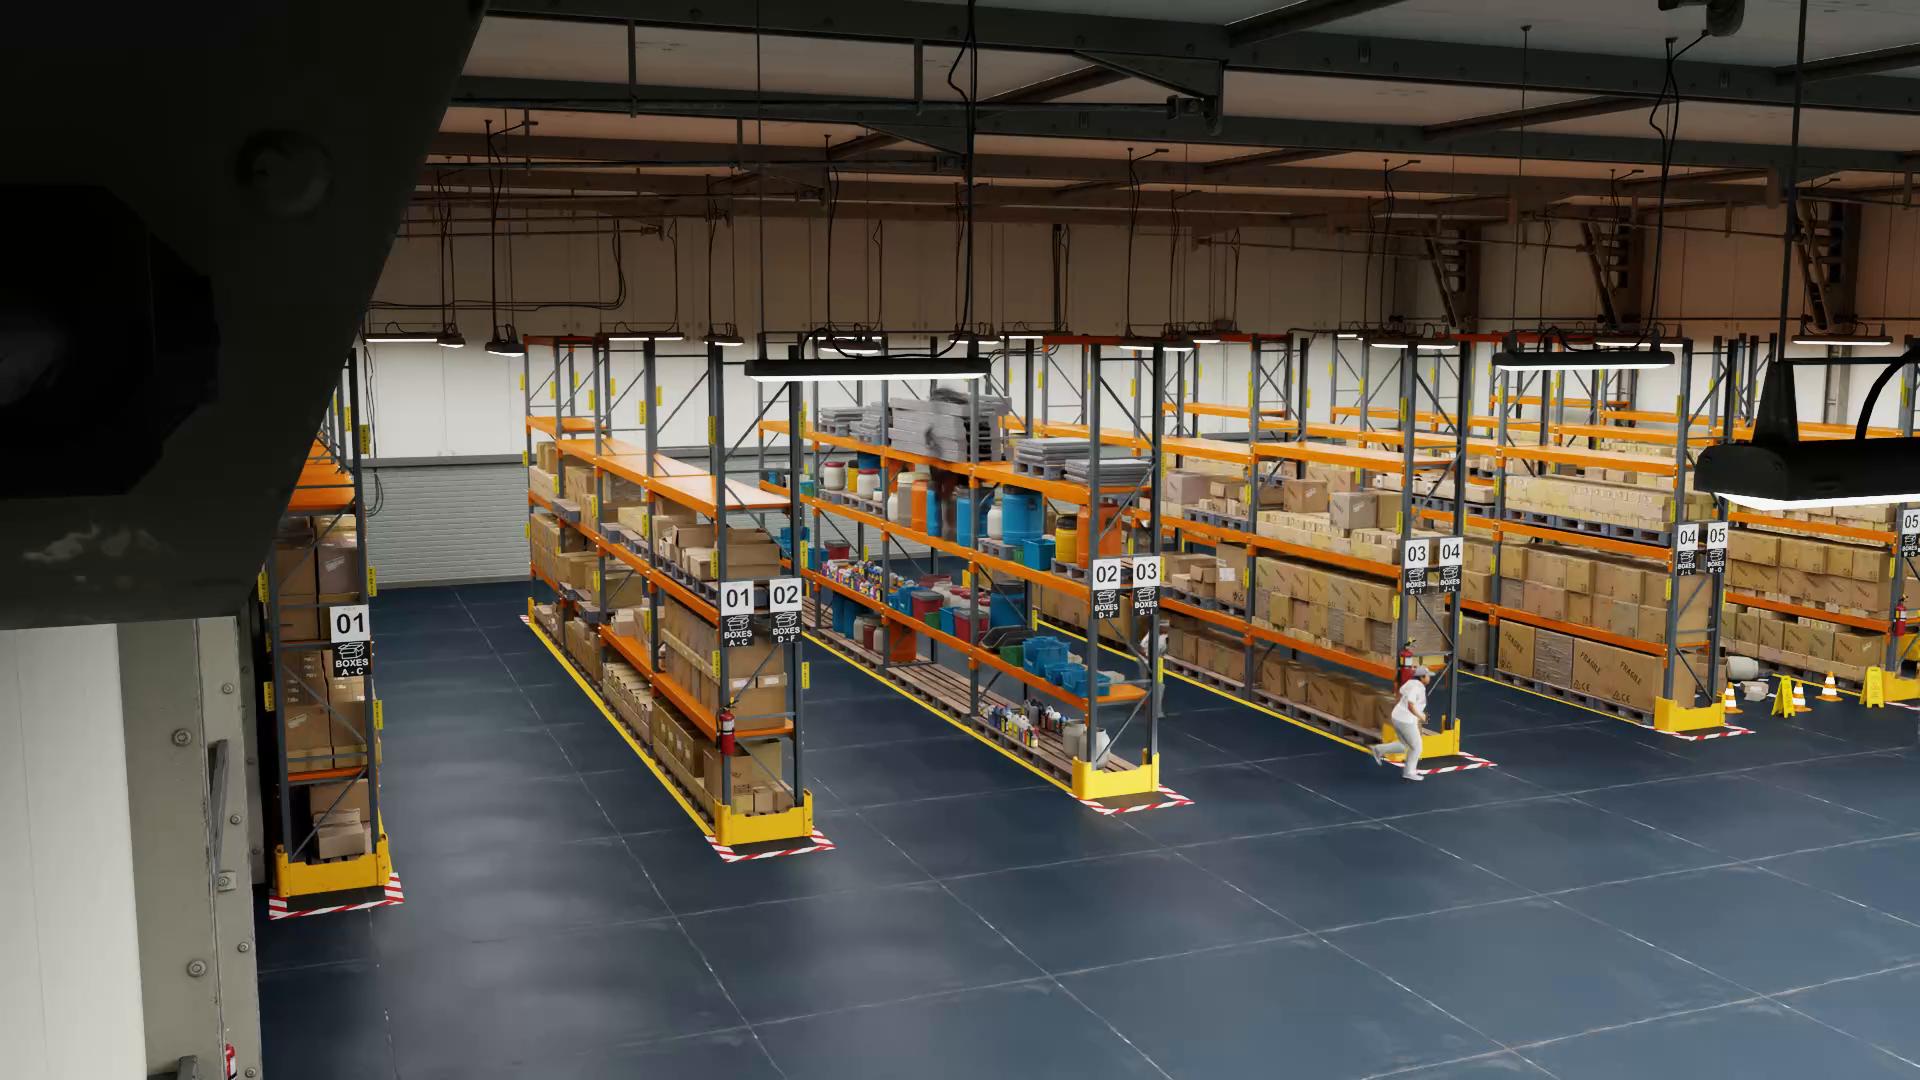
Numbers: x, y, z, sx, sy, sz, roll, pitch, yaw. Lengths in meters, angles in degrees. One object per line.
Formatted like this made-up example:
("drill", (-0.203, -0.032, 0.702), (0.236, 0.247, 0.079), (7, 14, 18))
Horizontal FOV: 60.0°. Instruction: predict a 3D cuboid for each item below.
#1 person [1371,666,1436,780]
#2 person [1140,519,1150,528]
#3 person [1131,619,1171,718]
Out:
("person", (6.109, 2.521, 22.898), (0.807, 1.615, 0.579), (1, 8, 10))
("person", (4.605, -0.003, 41.388), (0.607, 1.740, 0.681), (-6, 10, -39))
("person", (3.011, 2.012, 26.790), (0.600, 1.625, 0.964), (-7, 10, -42))
